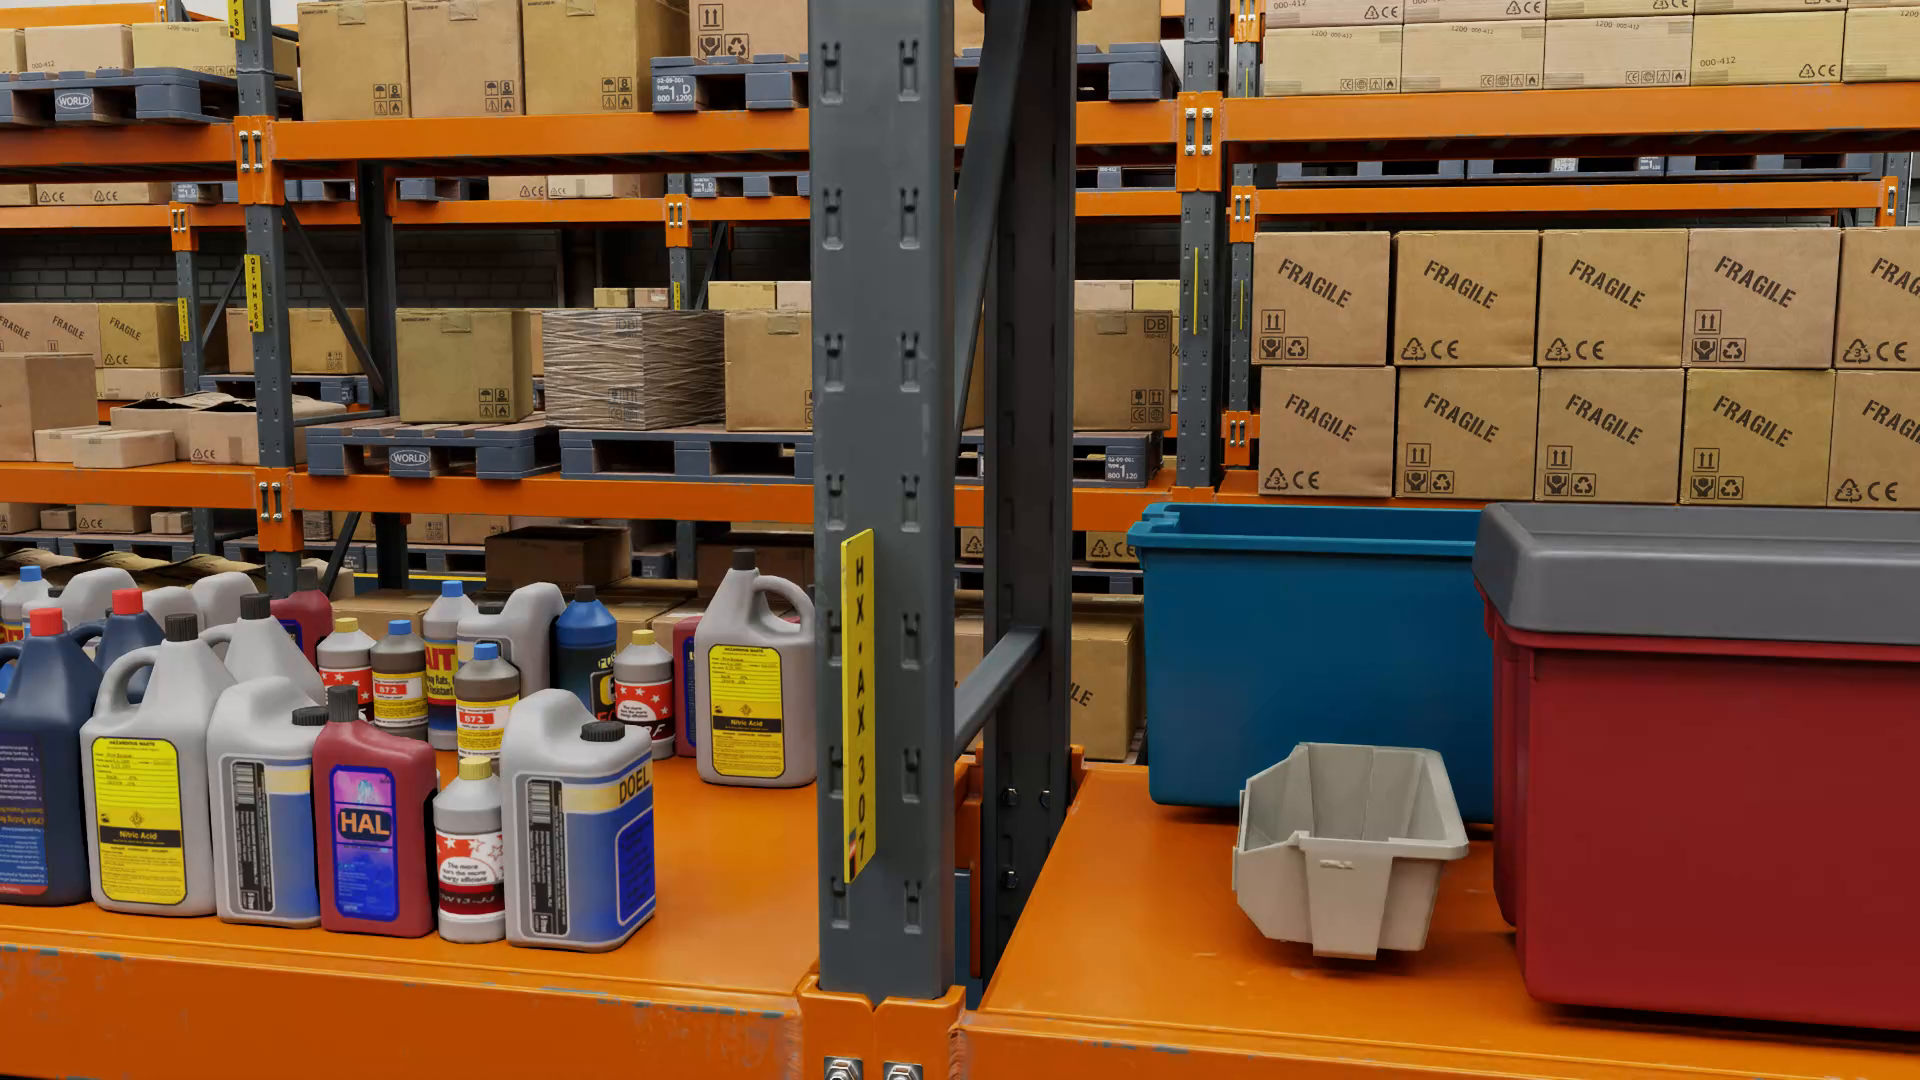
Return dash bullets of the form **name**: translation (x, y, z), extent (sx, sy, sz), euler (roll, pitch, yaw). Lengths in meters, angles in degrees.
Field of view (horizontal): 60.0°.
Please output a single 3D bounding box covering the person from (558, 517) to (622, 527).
- **person**: translation (-1.973, -0.143, 9.157), extent (0.813, 1.743, 0.568), euler (2, 8, 16)
